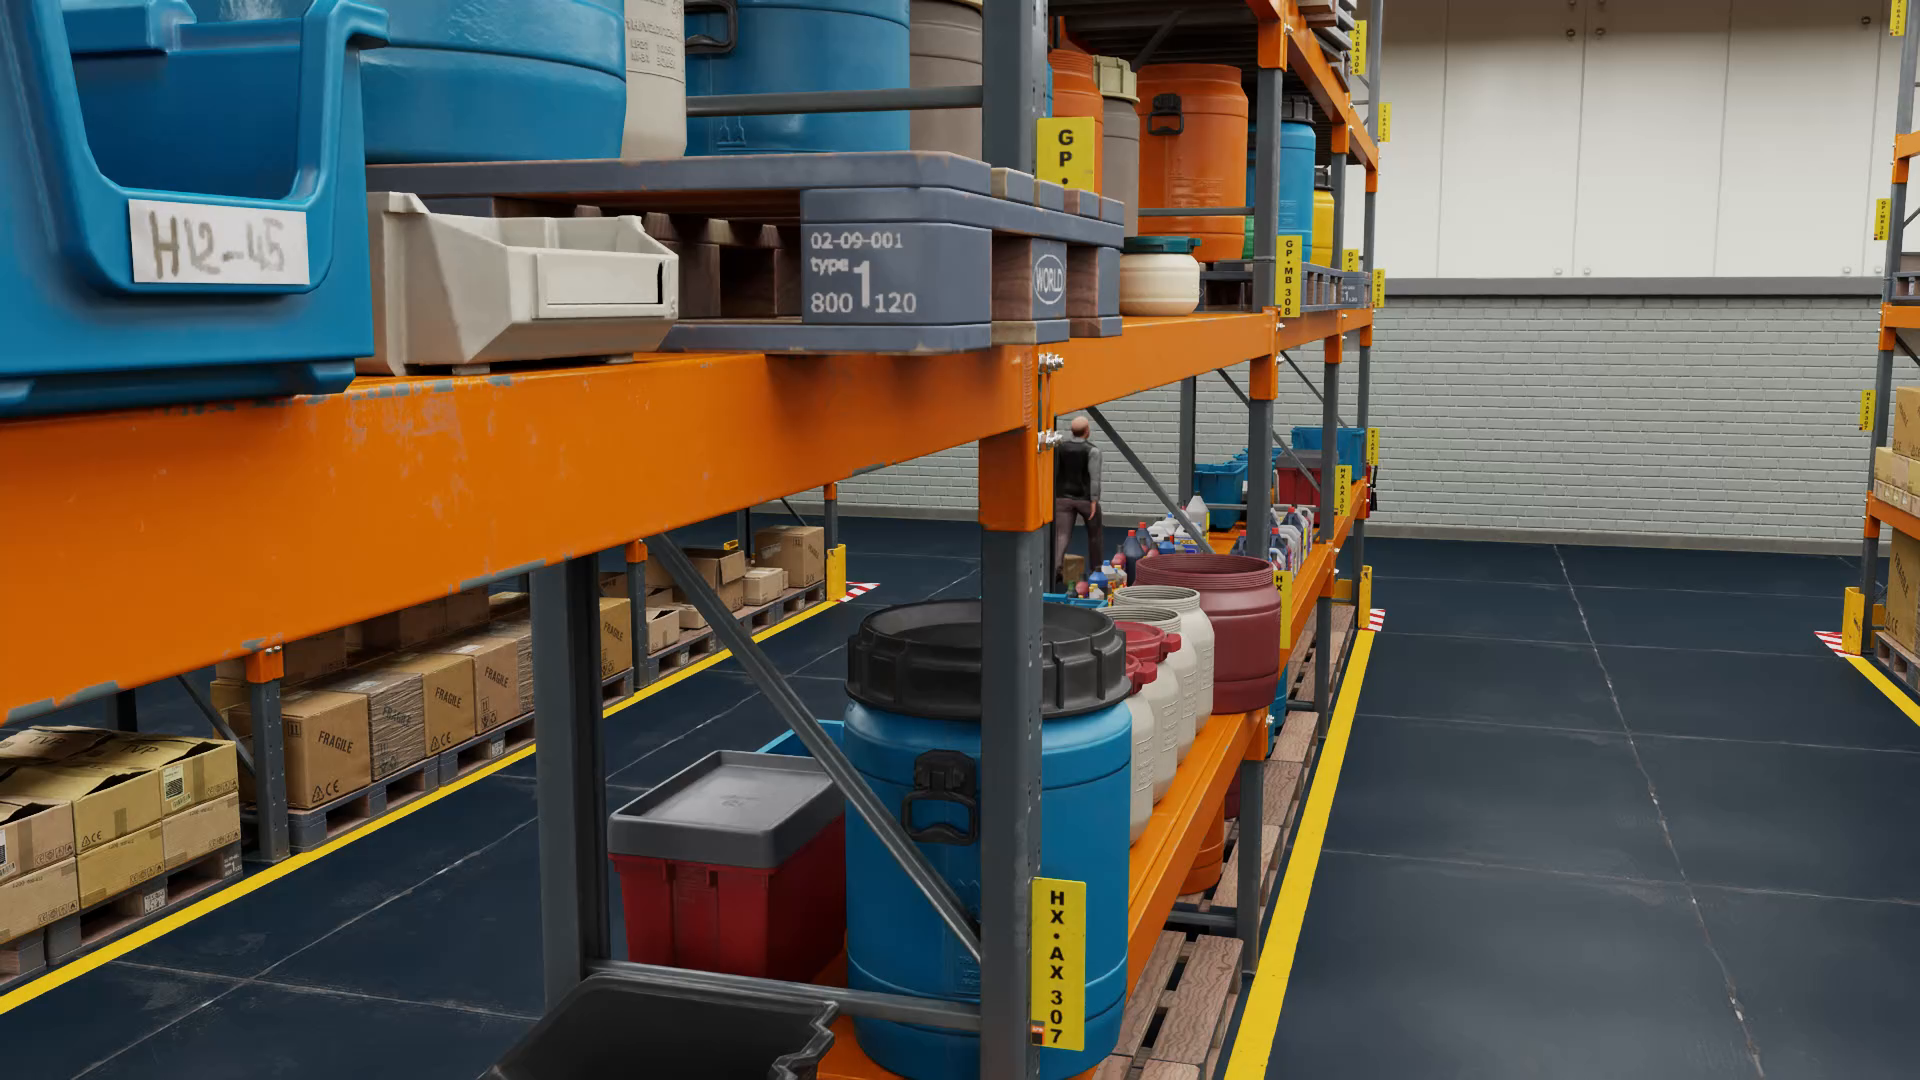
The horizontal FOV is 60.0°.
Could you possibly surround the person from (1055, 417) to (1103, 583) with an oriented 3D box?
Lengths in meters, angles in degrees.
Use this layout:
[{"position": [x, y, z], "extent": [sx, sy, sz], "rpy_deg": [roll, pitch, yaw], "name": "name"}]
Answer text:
[{"position": [1.183, -0.398, 16.654], "extent": [0.559, 1.677, 1.048], "rpy_deg": [4, 9, 24], "name": "person"}]
